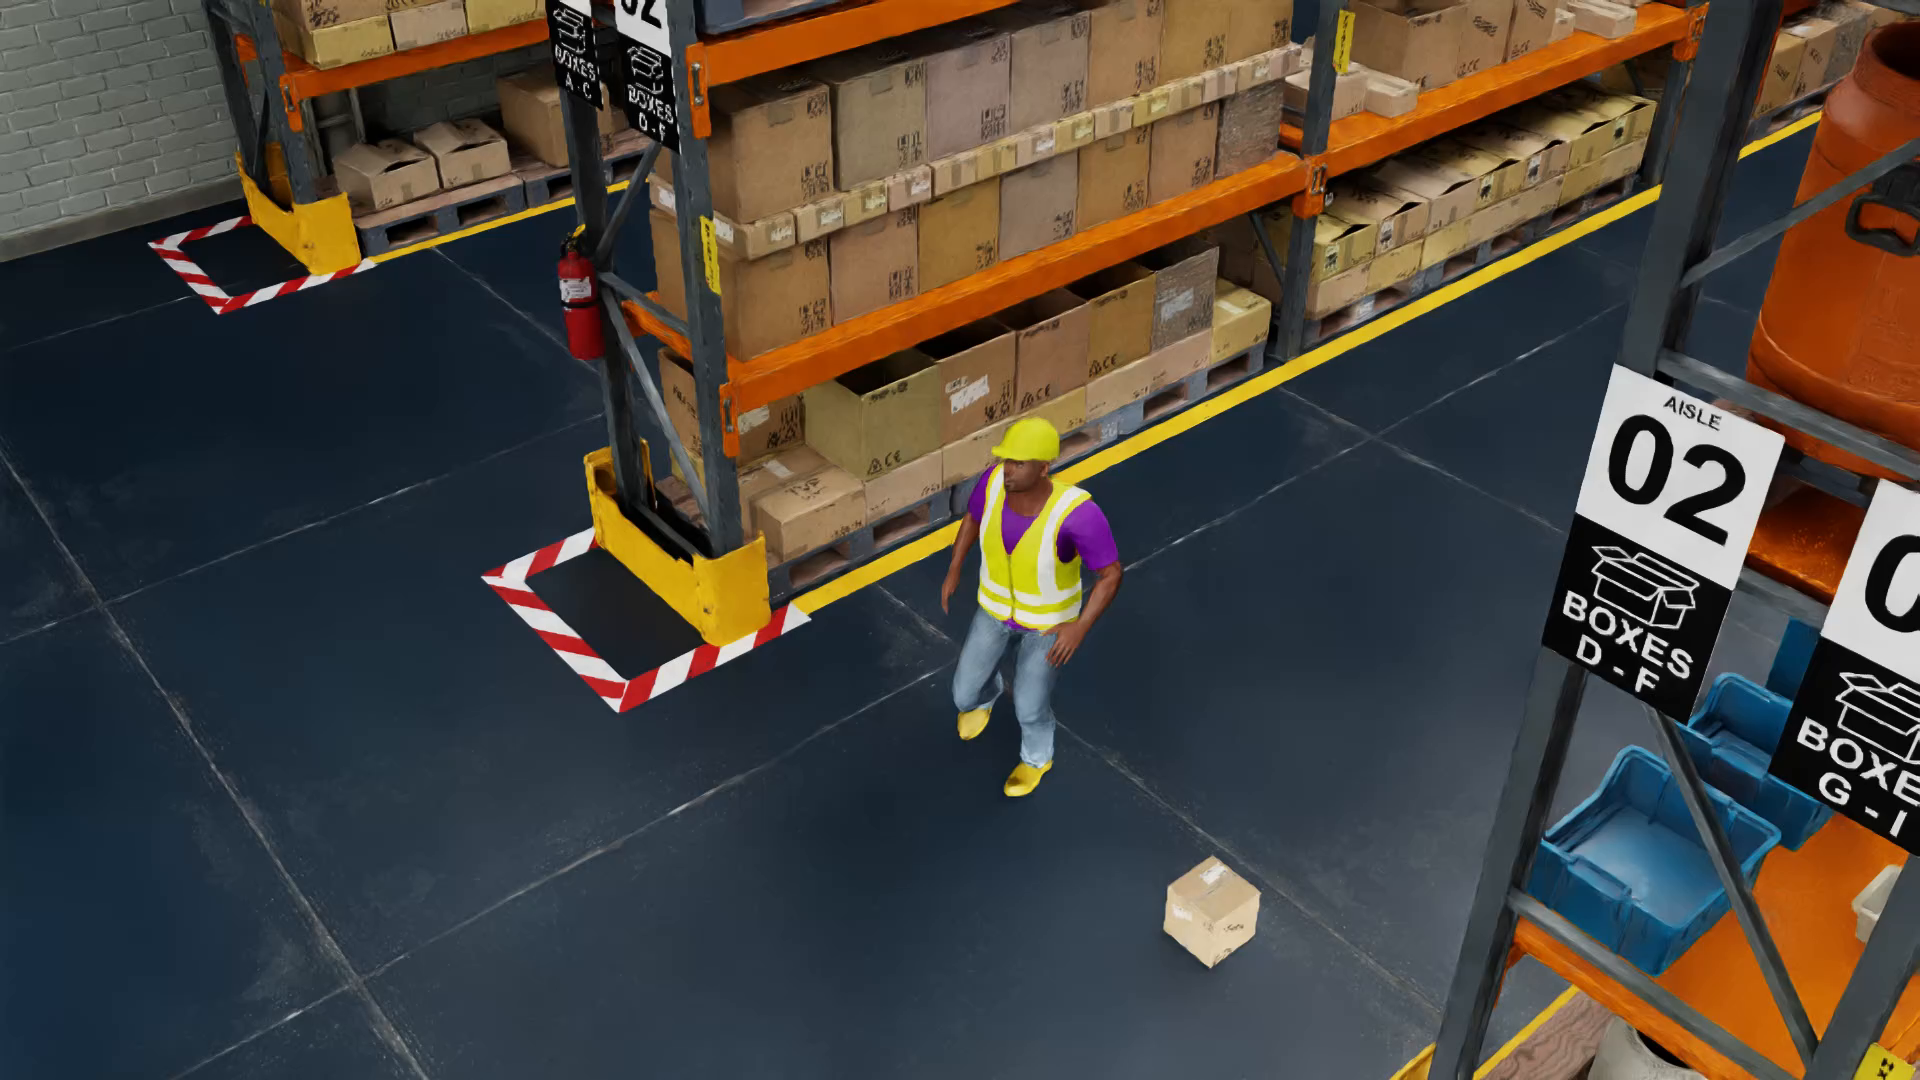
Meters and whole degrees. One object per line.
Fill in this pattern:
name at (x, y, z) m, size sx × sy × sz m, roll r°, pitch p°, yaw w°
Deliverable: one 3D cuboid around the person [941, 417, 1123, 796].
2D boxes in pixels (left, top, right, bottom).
person at (0.268, 0.291, 6.681) m, size 0.749 × 1.729 × 0.479 m, roll 16°, pitch 39°, yaw 21°
